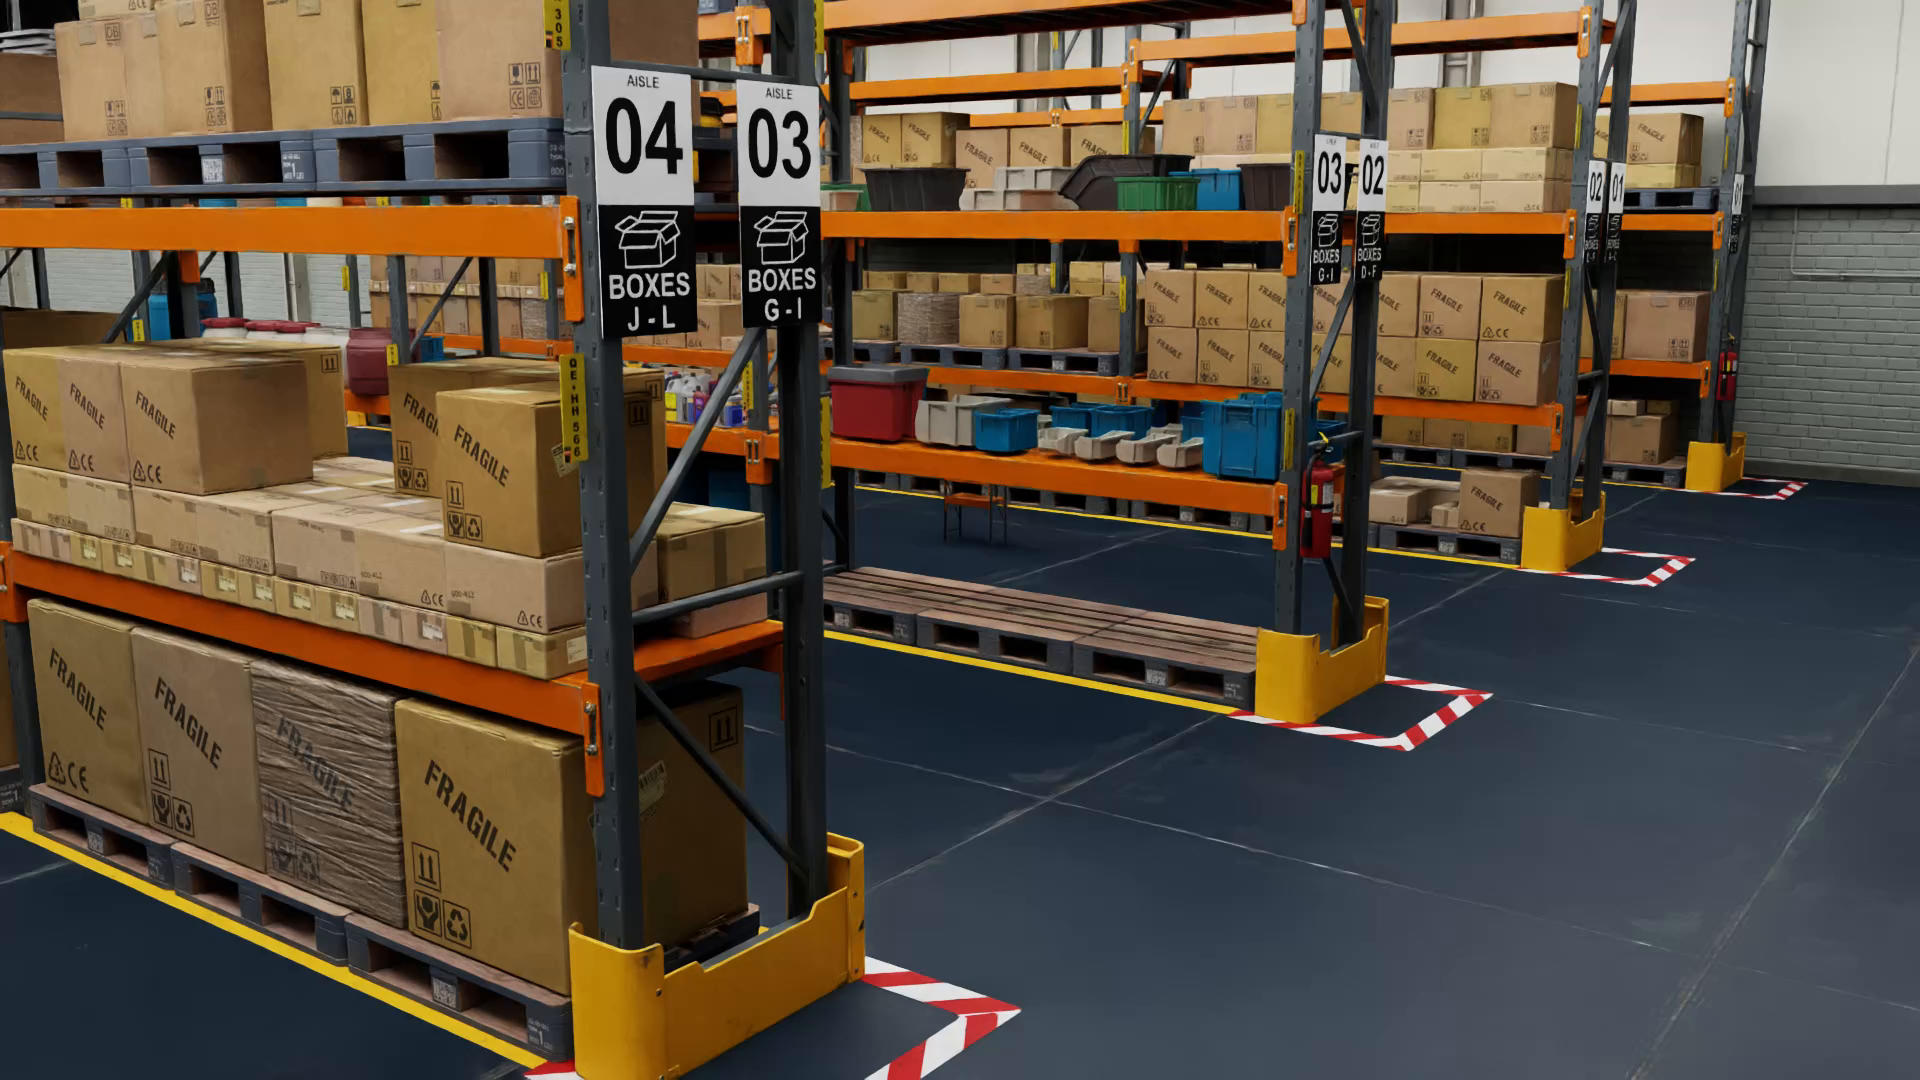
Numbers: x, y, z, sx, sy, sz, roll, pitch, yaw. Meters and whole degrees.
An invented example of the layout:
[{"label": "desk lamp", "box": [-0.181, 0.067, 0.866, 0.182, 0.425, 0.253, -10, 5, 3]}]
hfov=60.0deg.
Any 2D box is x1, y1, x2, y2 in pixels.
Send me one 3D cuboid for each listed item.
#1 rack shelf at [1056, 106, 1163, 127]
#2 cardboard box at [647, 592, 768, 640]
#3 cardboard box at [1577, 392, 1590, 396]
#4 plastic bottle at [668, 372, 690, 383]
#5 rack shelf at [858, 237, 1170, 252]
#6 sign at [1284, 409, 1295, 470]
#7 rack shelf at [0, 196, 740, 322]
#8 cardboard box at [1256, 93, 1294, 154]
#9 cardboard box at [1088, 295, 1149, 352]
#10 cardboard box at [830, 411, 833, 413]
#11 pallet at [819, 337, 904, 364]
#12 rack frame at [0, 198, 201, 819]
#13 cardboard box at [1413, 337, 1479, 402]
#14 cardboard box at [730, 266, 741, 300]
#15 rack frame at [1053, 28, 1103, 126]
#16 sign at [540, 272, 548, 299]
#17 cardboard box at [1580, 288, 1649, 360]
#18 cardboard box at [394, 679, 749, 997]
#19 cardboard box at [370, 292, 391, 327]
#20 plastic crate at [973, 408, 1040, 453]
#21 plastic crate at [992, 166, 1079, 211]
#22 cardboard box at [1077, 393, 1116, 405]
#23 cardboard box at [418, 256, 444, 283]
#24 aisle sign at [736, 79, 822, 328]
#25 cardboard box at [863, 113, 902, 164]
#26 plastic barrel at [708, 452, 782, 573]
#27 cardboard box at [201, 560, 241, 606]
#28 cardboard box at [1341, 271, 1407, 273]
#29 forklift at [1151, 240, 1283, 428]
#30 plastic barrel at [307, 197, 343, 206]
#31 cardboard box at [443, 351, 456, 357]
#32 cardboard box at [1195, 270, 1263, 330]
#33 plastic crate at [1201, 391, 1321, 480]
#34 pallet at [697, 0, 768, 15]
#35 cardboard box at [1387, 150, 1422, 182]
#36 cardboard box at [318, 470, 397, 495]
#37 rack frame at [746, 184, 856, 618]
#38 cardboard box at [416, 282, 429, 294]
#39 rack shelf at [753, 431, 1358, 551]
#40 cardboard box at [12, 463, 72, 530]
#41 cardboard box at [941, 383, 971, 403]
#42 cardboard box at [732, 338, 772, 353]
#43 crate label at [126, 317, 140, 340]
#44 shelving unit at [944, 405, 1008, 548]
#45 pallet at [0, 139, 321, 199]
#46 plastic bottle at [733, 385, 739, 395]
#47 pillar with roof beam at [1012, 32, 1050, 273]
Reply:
[{"label": "rack shelf", "box": [3.129, -5.140, 20.356, 4.000, 0.370, 1.077, 8, 13, 36]}, {"label": "cardboard box", "box": [-0.921, 0.238, 6.065, 0.250, 0.149, 0.380, 8, 14, 36]}, {"label": "cardboard box", "box": [6.951, -1.532, 18.321, 0.250, 0.149, 0.380, 8, 14, 36]}, {"label": "plastic bottle", "box": [-2.204, -1.183, 13.072, 0.135, 0.276, 0.152, 8, 13, 36]}, {"label": "rack shelf", "box": [0.200, -3.105, 16.680, 4.000, 0.370, 1.077, 8, 13, 36]}, {"label": "sign", "box": [1.789, -0.547, 9.032, 0.005, 0.325, 0.100, 8, 13, 36]}, {"label": "rack shelf", "box": [-2.442, -1.139, 6.519, 4.000, 0.370, 1.077, 8, 13, 36]}, {"label": "cardboard box", "box": [2.952, -3.592, 14.405, 0.500, 0.500, 0.700, 8, 13, 36]}, {"label": "cardboard box", "box": [1.563, -2.104, 16.138, 0.500, 0.500, 0.700, 3, 11, 16]}, {"label": "cardboard box", "box": [-1.214, -1.104, 17.764, 0.500, 0.500, 0.500, 9, 14, 38]}, {"label": "pallet", "box": [-0.824, -2.051, 17.739, 1.003, 0.211, 1.213, 8, 13, 36]}, {"label": "rack frame", "box": [-4.054, -0.245, 7.898, 0.127, 3.000, 1.000, 8, 13, 36]}, {"label": "cardboard box", "box": [4.094, -1.427, 13.744, 0.500, 0.500, 0.500, 8, 14, 36]}, {"label": "cardboard box", "box": [-3.076, -3.843, 24.864, 0.500, 0.500, 0.500, 7, 13, 34]}, {"label": "rack frame", "box": [1.517, -5.915, 21.412, 0.127, 3.000, 1.000, 8, 13, 36]}, {"label": "sign", "box": [-4.963, -3.039, 19.854, 0.005, 0.325, 0.100, 8, 13, 36]}, {"label": "cardboard box", "box": [6.955, -2.353, 18.006, 0.700, 0.700, 0.980, 8, 13, 35]}, {"label": "cardboard box", "box": [-1.394, 0.982, 6.044, 0.875, 0.875, 0.875, 8, 13, 36]}, {"label": "cardboard box", "box": [-7.491, -3.105, 22.418, 0.500, 0.500, 0.700, 8, 14, 36]}, {"label": "plastic crate", "box": [0.294, -0.692, 10.493, 0.300, 0.233, 0.416, 8, 13, 36]}, {"label": "plastic crate", "box": [0.498, -2.264, 10.751, 0.530, 0.282, 0.437, 8, 13, 36]}, {"label": "cardboard box", "box": [2.032, -2.017, 21.615, 0.750, 0.750, 0.750, 8, 13, 35]}, {"label": "cardboard box", "box": [-6.615, -3.621, 21.670, 0.500, 0.500, 0.700, 8, 14, 36]}, {"label": "aisle sign", "box": [-0.595, -1.109, 5.522, 0.004, 0.787, 0.394, 8, 13, 36]}, {"label": "cardboard box", "box": [-0.653, -4.116, 17.115, 0.500, 0.500, 0.500, 8, 13, 36]}, {"label": "plastic barrel", "box": [-1.551, -0.243, 12.306, 0.708, 0.901, 0.600, 8, 13, 36]}, {"label": "cardboard box", "box": [-2.756, 0.138, 6.582, 0.250, 0.149, 0.380, 7, 13, 34]}, {"label": "cardboard box", "box": [3.599, -2.113, 14.659, 0.500, 0.500, 0.500, 8, 13, 35]}, {"label": "forklift", "box": [3.320, -2.256, 18.473, 1.130, 2.935, 3.031, 8, 14, 37]}, {"label": "plastic barrel", "box": [-5.510, -2.965, 14.424, 0.301, 0.262, 0.301, 0, 11, 0]}, {"label": "cardboard box", "box": [-7.251, -2.320, 22.782, 0.500, 0.500, 0.500, 8, 13, 36]}, {"label": "cardboard box", "box": [2.442, -2.147, 14.834, 0.500, 0.500, 0.500, 7, 13, 34]}, {"label": "plastic crate", "box": [1.721, -0.609, 9.530, 0.499, 0.435, 0.616, 8, 13, 36]}, {"label": "pallet", "box": [-1.808, -3.748, 11.760, 1.213, 0.211, 1.003, 8, 13, 36]}, {"label": "cardboard box", "box": [3.667, -3.087, 13.773, 0.500, 0.250, 0.500, 8, 13, 36]}, {"label": "cardboard box", "box": [-2.307, -0.135, 6.943, 0.500, 0.250, 0.500, 8, 13, 34]}, {"label": "rack frame", "box": [-1.123, -1.003, 11.817, 0.127, 3.000, 1.000, 8, 13, 36]}, {"label": "cardboard box", "box": [-6.838, -3.285, 21.640, 0.250, 0.149, 0.380, 7, 13, 34]}, {"label": "rack shelf", "box": [0.489, -0.425, 10.723, 4.000, 0.370, 1.077, 8, 13, 36]}, {"label": "cardboard box", "box": [-3.831, -0.224, 7.403, 0.500, 0.250, 0.500, 8, 13, 35]}, {"label": "cardboard box", "box": [0.143, -2.158, 23.212, 0.500, 0.500, 0.700, 8, 13, 35]}, {"label": "cardboard box", "box": [-2.300, -2.146, 18.387, 0.250, 0.149, 0.380, 8, 13, 36]}, {"label": "crate label", "box": [-9.151, -2.204, 17.932, 0.616, 0.435, 0.502, 8, 13, 36]}, {"label": "shelving unit", "box": [0.133, -0.570, 14.320, 0.503, 1.200, 0.258, 8, 13, 36]}, {"label": "pallet", "box": [-3.401, -1.580, 7.138, 1.213, 0.211, 1.003, 8, 13, 36]}, {"label": "plastic bottle", "box": [-1.721, -1.085, 12.765, 0.097, 0.201, 0.097, 0, 11, 0]}, {"label": "pillar with roof beam", "box": [-1.567, -5.534, 19.445, 0.400, 9.000, 9.100, 8, 13, 36]}]
